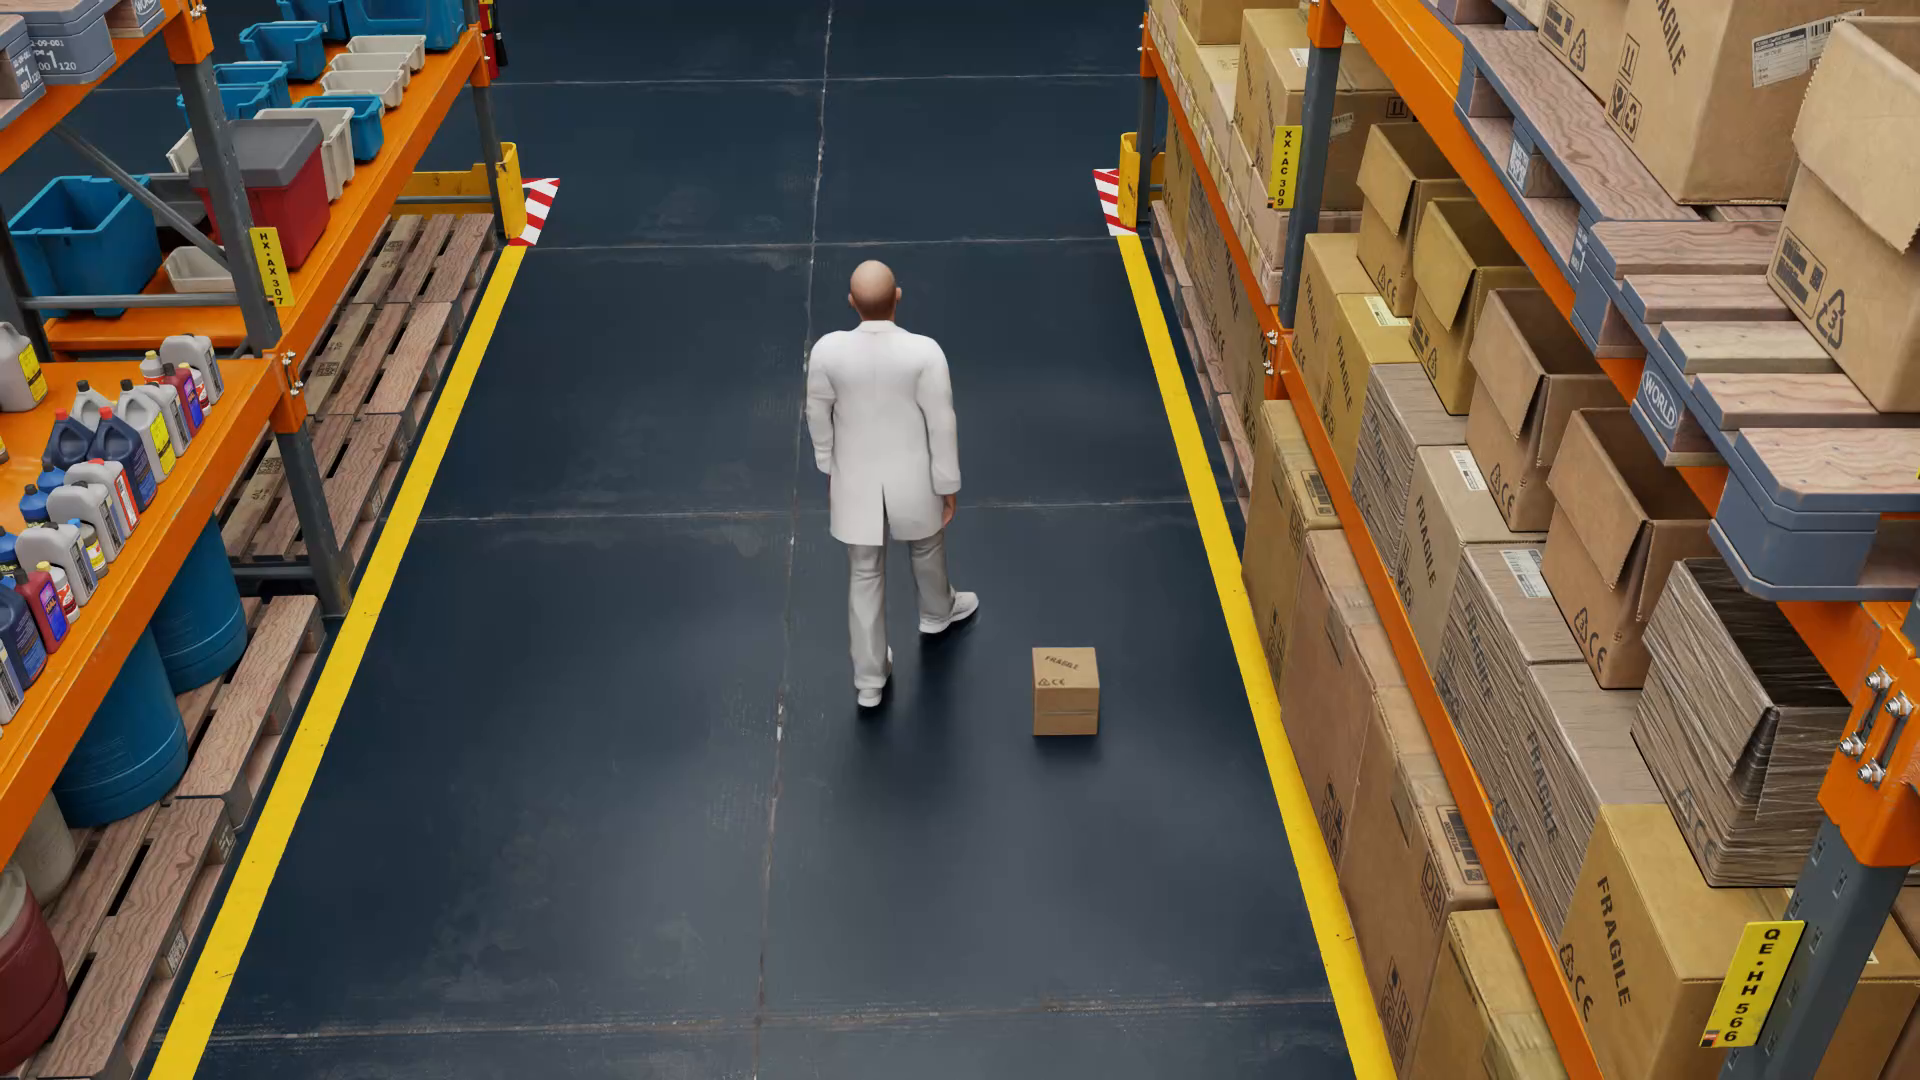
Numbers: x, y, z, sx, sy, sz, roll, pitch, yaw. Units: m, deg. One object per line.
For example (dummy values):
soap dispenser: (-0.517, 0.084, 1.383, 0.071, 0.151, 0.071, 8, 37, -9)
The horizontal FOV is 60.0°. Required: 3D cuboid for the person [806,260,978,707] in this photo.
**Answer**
person: (-0.268, -0.255, 6.520, 0.648, 1.780, 0.784, 2, 35, 3)
